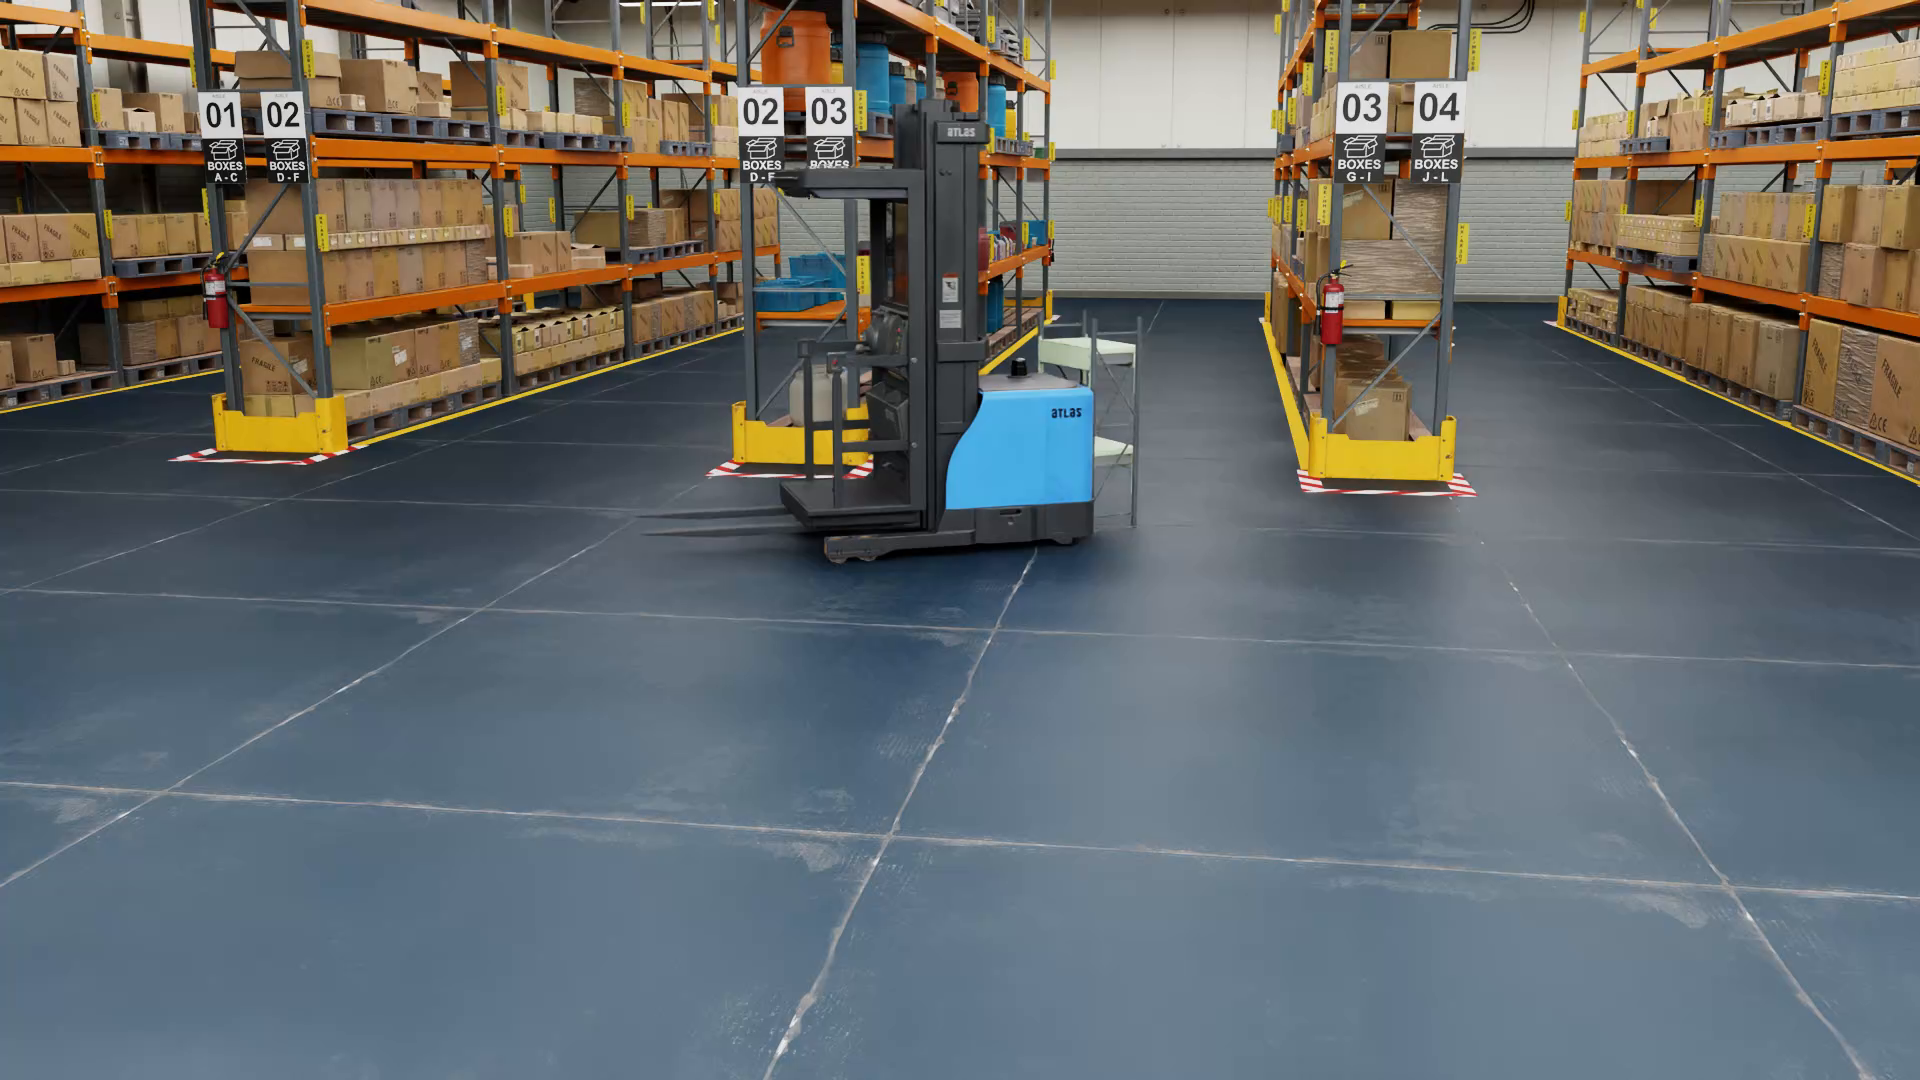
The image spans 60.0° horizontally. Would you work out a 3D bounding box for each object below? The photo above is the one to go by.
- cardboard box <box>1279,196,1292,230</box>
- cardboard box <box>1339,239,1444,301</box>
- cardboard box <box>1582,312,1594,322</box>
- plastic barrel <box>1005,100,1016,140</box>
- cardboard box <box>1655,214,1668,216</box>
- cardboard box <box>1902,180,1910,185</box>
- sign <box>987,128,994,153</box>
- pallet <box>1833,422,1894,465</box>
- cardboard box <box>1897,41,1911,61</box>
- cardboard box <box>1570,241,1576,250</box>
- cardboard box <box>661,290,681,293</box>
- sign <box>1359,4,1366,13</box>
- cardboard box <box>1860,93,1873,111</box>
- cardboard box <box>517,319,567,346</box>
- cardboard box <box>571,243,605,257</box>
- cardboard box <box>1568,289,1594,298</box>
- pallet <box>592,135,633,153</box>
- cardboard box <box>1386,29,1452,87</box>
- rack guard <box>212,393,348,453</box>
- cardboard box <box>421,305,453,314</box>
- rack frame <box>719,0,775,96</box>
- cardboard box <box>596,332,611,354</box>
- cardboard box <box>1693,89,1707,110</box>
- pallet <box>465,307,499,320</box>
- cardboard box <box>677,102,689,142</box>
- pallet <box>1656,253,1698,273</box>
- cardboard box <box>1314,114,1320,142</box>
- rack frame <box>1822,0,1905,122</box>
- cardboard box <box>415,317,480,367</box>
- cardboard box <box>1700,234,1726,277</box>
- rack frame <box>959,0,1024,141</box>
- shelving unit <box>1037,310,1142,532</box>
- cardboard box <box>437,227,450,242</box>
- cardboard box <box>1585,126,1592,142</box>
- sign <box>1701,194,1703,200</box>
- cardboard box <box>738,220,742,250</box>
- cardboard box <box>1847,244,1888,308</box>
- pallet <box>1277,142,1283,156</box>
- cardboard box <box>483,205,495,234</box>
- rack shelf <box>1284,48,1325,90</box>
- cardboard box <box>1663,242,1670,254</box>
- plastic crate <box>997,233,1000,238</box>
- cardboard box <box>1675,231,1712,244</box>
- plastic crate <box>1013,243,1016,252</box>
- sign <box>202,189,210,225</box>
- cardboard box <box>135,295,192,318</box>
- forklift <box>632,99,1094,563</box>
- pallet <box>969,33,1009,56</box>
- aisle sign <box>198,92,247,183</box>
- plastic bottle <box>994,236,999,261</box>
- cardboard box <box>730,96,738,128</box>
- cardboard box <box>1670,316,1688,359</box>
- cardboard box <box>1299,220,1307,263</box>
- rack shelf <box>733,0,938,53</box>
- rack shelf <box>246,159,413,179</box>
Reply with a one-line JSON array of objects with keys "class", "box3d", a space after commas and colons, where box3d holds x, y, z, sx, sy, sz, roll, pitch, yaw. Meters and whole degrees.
[{"class": "cardboard box", "box3d": [5.171, -5.033, 25.596, 0.500, 0.500, 0.500, 2, 12, 10]}, {"class": "cardboard box", "box3d": [3.630, -2.300, 14.100, 0.875, 0.500, 0.500, 2, 12, 9]}, {"class": "cardboard box", "box3d": [10.260, -3.590, 26.800, 0.380, 0.149, 0.250, 1, 12, 6]}, {"class": "plastic barrel", "box3d": [0.530, -6.217, 24.659, 0.600, 0.588, 0.600, 0, 12, 0]}, {"class": "cardboard box", "box3d": [10.575, -4.597, 24.762, 0.500, 0.500, 0.500, 2, 12, 8]}, {"class": "cardboard box", "box3d": [15.320, -5.684, 26.597, 0.380, 0.149, 0.250, 2, 12, 10]}, {"class": "sign", "box3d": [0.400, -5.216, 21.706, 0.100, 0.325, 0.005, 2, 12, 9]}, {"class": "pallet", "box3d": [8.640, -0.869, 15.025, 1.003, 0.211, 1.213, 2, 12, 9]}, {"class": "cardboard box", "box3d": [8.394, -4.249, 14.437, 0.380, 0.149, 0.250, 2, 12, 8]}, {"class": "cardboard box", "box3d": [10.491, -4.961, 27.989, 0.380, 0.149, 0.250, 2, 12, 8]}, {"class": "cardboard box", "box3d": [-4.739, -3.712, 26.486, 0.500, 0.500, 0.500, 1, 12, 6]}, {"class": "sign", "box3d": [5.902, -7.903, 24.397, 0.100, 0.325, 0.005, 2, 12, 9]}, {"class": "cardboard box", "box3d": [8.511, -4.018, 15.258, 0.380, 0.149, 0.250, 2, 12, 8]}, {"class": "cardboard box", "box3d": [-5.184, -2.571, 20.503, 0.500, 0.311, 0.500, 1, 12, 7]}, {"class": "cardboard box", "box3d": [-5.138, -3.861, 22.500, 0.500, 0.311, 0.500, 3, 12, 12]}, {"class": "cardboard box", "box3d": [10.449, -4.145, 27.965, 0.380, 0.149, 0.250, 1, 12, 6]}, {"class": "pallet", "box3d": [-5.055, -5.209, 21.870, 1.213, 0.211, 1.003, 2, 12, 11]}, {"class": "cardboard box", "box3d": [4.014, -4.197, 14.598, 0.500, 0.500, 0.500, 2, 12, 8]}, {"class": "rack guard", "box3d": [-6.273, -1.086, 15.348, 1.175, 0.500, 0.348, 2, 12, 9]}, {"class": "cardboard box", "box3d": [-9.103, -4.107, 28.366, 0.700, 0.500, 0.500, 2, 12, 9]}, {"class": "rack frame", "box3d": [-3.808, -8.577, 29.931, 1.000, 3.000, 0.127, 2, 12, 9]}, {"class": "cardboard box", "box3d": [-4.954, -2.615, 22.038, 0.500, 0.250, 0.500, 2, 12, 8]}, {"class": "cardboard box", "box3d": [9.504, -5.565, 21.019, 0.396, 0.266, 0.258, 2, 12, 9]}, {"class": "pallet", "box3d": [-8.939, -4.018, 29.639, 1.003, 0.211, 1.213, 2, 12, 9]}, {"class": "cardboard box", "box3d": [-4.574, -6.478, 25.842, 0.600, 0.600, 0.600, 1, 12, 3]}, {"class": "pallet", "box3d": [9.639, -3.533, 21.224, 1.213, 0.211, 1.003, 2, 12, 9]}, {"class": "cardboard box", "box3d": [3.648, -3.919, 15.792, 0.500, 0.250, 0.500, 1, 12, 6]}, {"class": "rack frame", "box3d": [9.019, -5.575, 16.003, 1.000, 3.000, 0.127, 2, 12, 9]}, {"class": "cardboard box", "box3d": [-5.598, -2.167, 18.176, 0.500, 0.500, 0.500, 2, 12, 9]}, {"class": "cardboard box", "box3d": [9.299, -3.439, 20.096, 0.500, 0.500, 0.500, 2, 12, 9]}, {"class": "rack frame", "box3d": [0.470, -7.583, 25.319, 1.000, 3.000, 0.127, 2, 12, 9]}, {"class": "shelving unit", "box3d": [0.917, -0.873, 11.980, 0.431, 1.500, 0.755, -6, 14, -27]}, {"class": "cardboard box", "box3d": [-5.642, -3.237, 17.615, 0.380, 0.149, 0.250, 2, 12, 8]}, {"class": "cardboard box", "box3d": [10.461, -6.586, 26.984, 0.500, 0.250, 0.500, 2, 12, 8]}, {"class": "sign", "box3d": [10.799, -4.857, 24.161, 0.100, 0.325, 0.005, 2, 12, 9]}, {"class": "cardboard box", "box3d": [-3.921, -5.168, 28.118, 0.500, 0.500, 0.500, 2, 12, 8]}, {"class": "cardboard box", "box3d": [8.713, -2.415, 15.223, 0.875, 0.550, 0.550, 2, 12, 9]}, {"class": "pallet", "box3d": [5.876, -6.591, 28.045, 1.003, 0.211, 1.213, 2, 12, 9]}, {"class": "cardboard box", "box3d": [-8.873, -5.692, 30.074, 0.980, 0.700, 0.700, 2, 12, 8]}, {"class": "rack shelf", "box3d": [5.057, -6.459, 22.760, 1.077, 0.370, 4.000, 2, 12, 9]}, {"class": "cardboard box", "box3d": [9.335, -3.781, 21.515, 0.380, 0.149, 0.250, 2, 12, 10]}, {"class": "plastic crate", "box3d": [0.520, -5.116, 28.365, 0.416, 0.233, 0.300, 2, 12, 9]}, {"class": "cardboard box", "box3d": [9.261, -3.821, 20.996, 0.380, 0.149, 0.250, 2, 12, 10]}, {"class": "plastic crate", "box3d": [0.683, -4.643, 26.400, 0.396, 0.136, 0.243, 2, 12, 9]}, {"class": "sign", "box3d": [-6.803, -3.016, 15.056, 0.100, 0.325, 0.005, 2, 12, 9]}, {"class": "cardboard box", "box3d": [-10.312, -3.020, 21.493, 0.500, 0.250, 0.500, 2, 12, 7]}, {"class": "forklift", "box3d": [-0.666, -1.407, 11.066, 3.031, 2.935, 1.130, -3, 13, -16]}, {"class": "pallet", "box3d": [-0.004, -6.612, 22.209, 1.213, 0.211, 1.003, 2, 12, 9]}, {"class": "aisle sign", "box3d": [-6.569, -3.580, 14.815, 0.394, 0.787, 0.004, 2, 12, 9]}, {"class": "plastic bottle", "box3d": [0.483, -4.195, 23.955, 0.144, 0.351, 0.185, 2, 12, 9]}, {"class": "cardboard box", "box3d": [-4.099, -7.122, 27.688, 0.700, 0.500, 0.500, 2, 12, 9]}, {"class": "cardboard box", "box3d": [9.477, -2.604, 21.393, 0.500, 0.500, 0.500, 2, 12, 8]}, {"class": "cardboard box", "box3d": [4.309, -3.444, 19.112, 0.797, 0.503, 0.637, 3, 13, 14]}, {"class": "rack shelf", "box3d": [-1.068, -4.954, 15.778, 1.077, 0.370, 4.000, 2, 12, 9]}, {"class": "rack shelf", "box3d": [-9.626, -5.669, 25.268, 1.077, 0.370, 4.000, 2, 12, 9]}]
